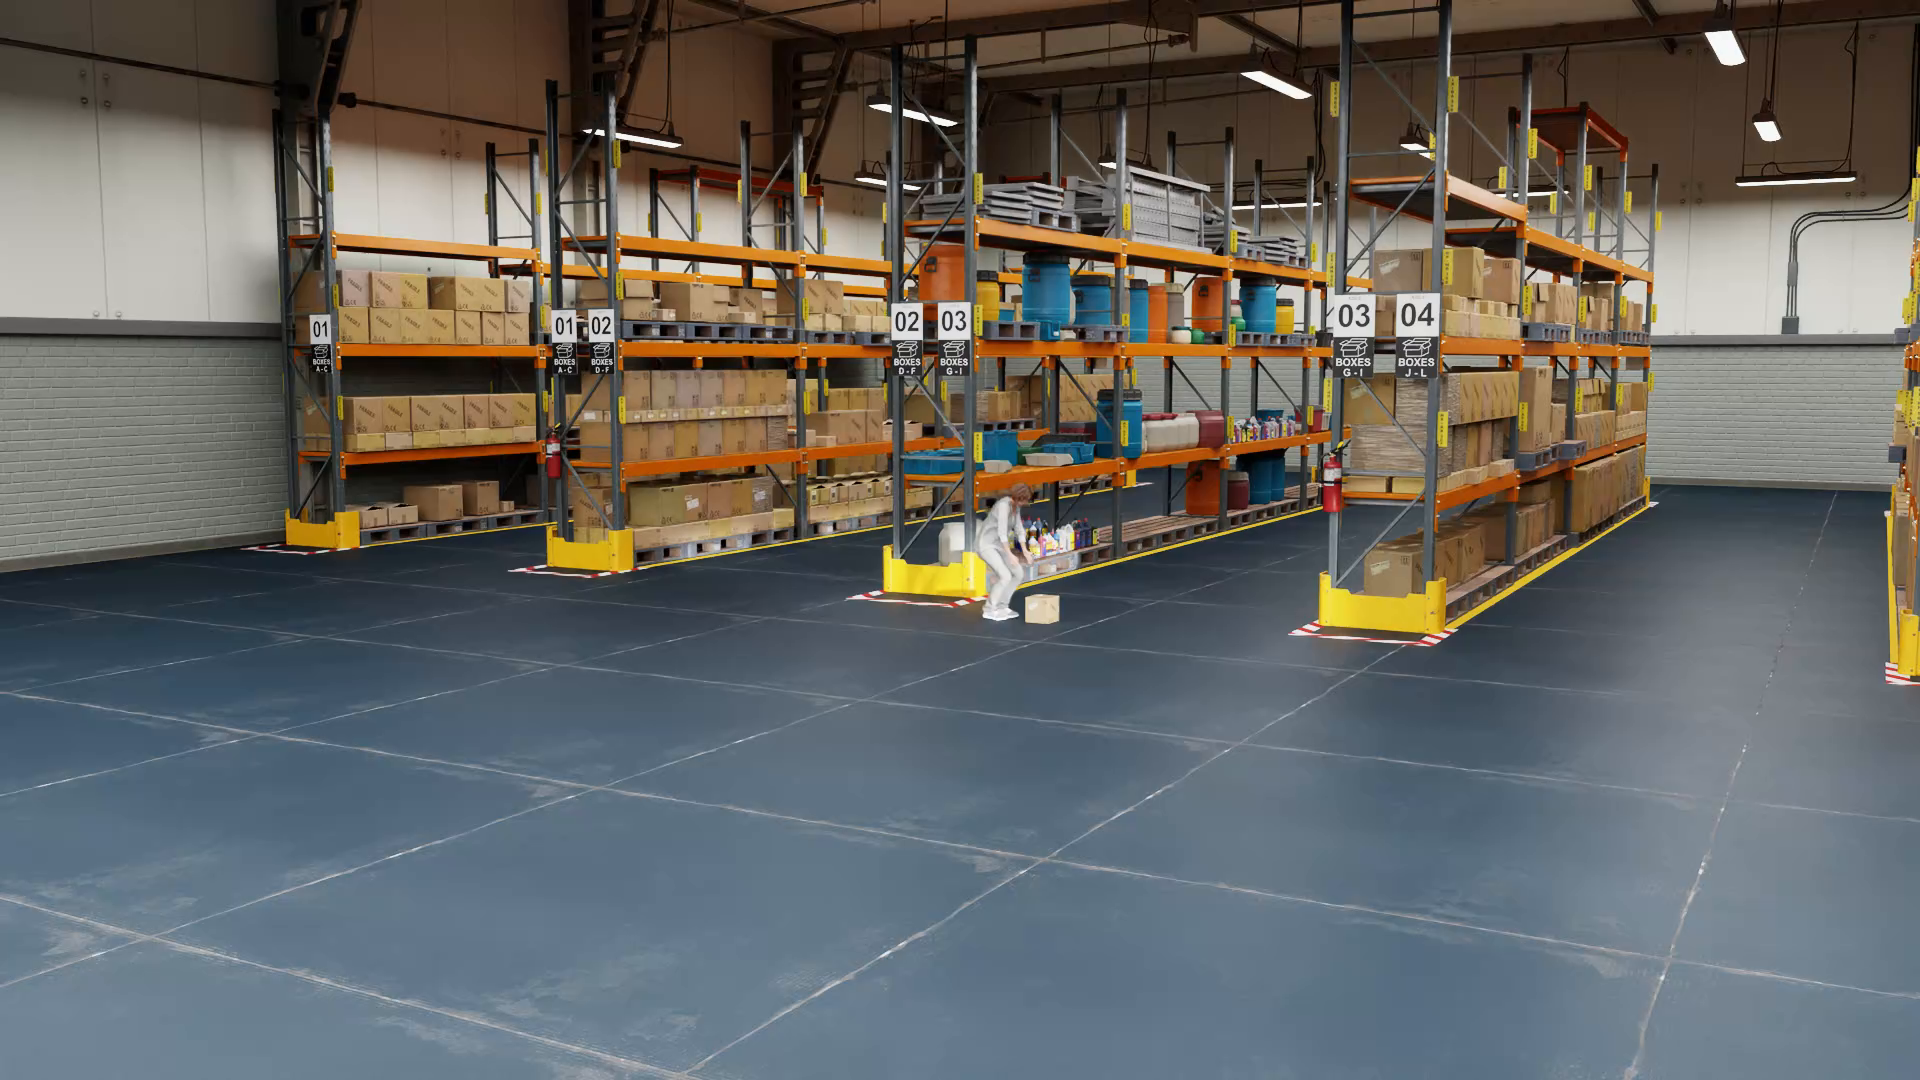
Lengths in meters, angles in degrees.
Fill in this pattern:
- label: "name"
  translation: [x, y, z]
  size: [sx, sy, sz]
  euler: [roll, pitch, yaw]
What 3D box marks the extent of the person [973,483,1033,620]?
- label: "person"
  translation: [0.446, 0.113, 16.660]
  size: [0.602, 1.361, 0.460]
  euler: [3, 7, 29]
